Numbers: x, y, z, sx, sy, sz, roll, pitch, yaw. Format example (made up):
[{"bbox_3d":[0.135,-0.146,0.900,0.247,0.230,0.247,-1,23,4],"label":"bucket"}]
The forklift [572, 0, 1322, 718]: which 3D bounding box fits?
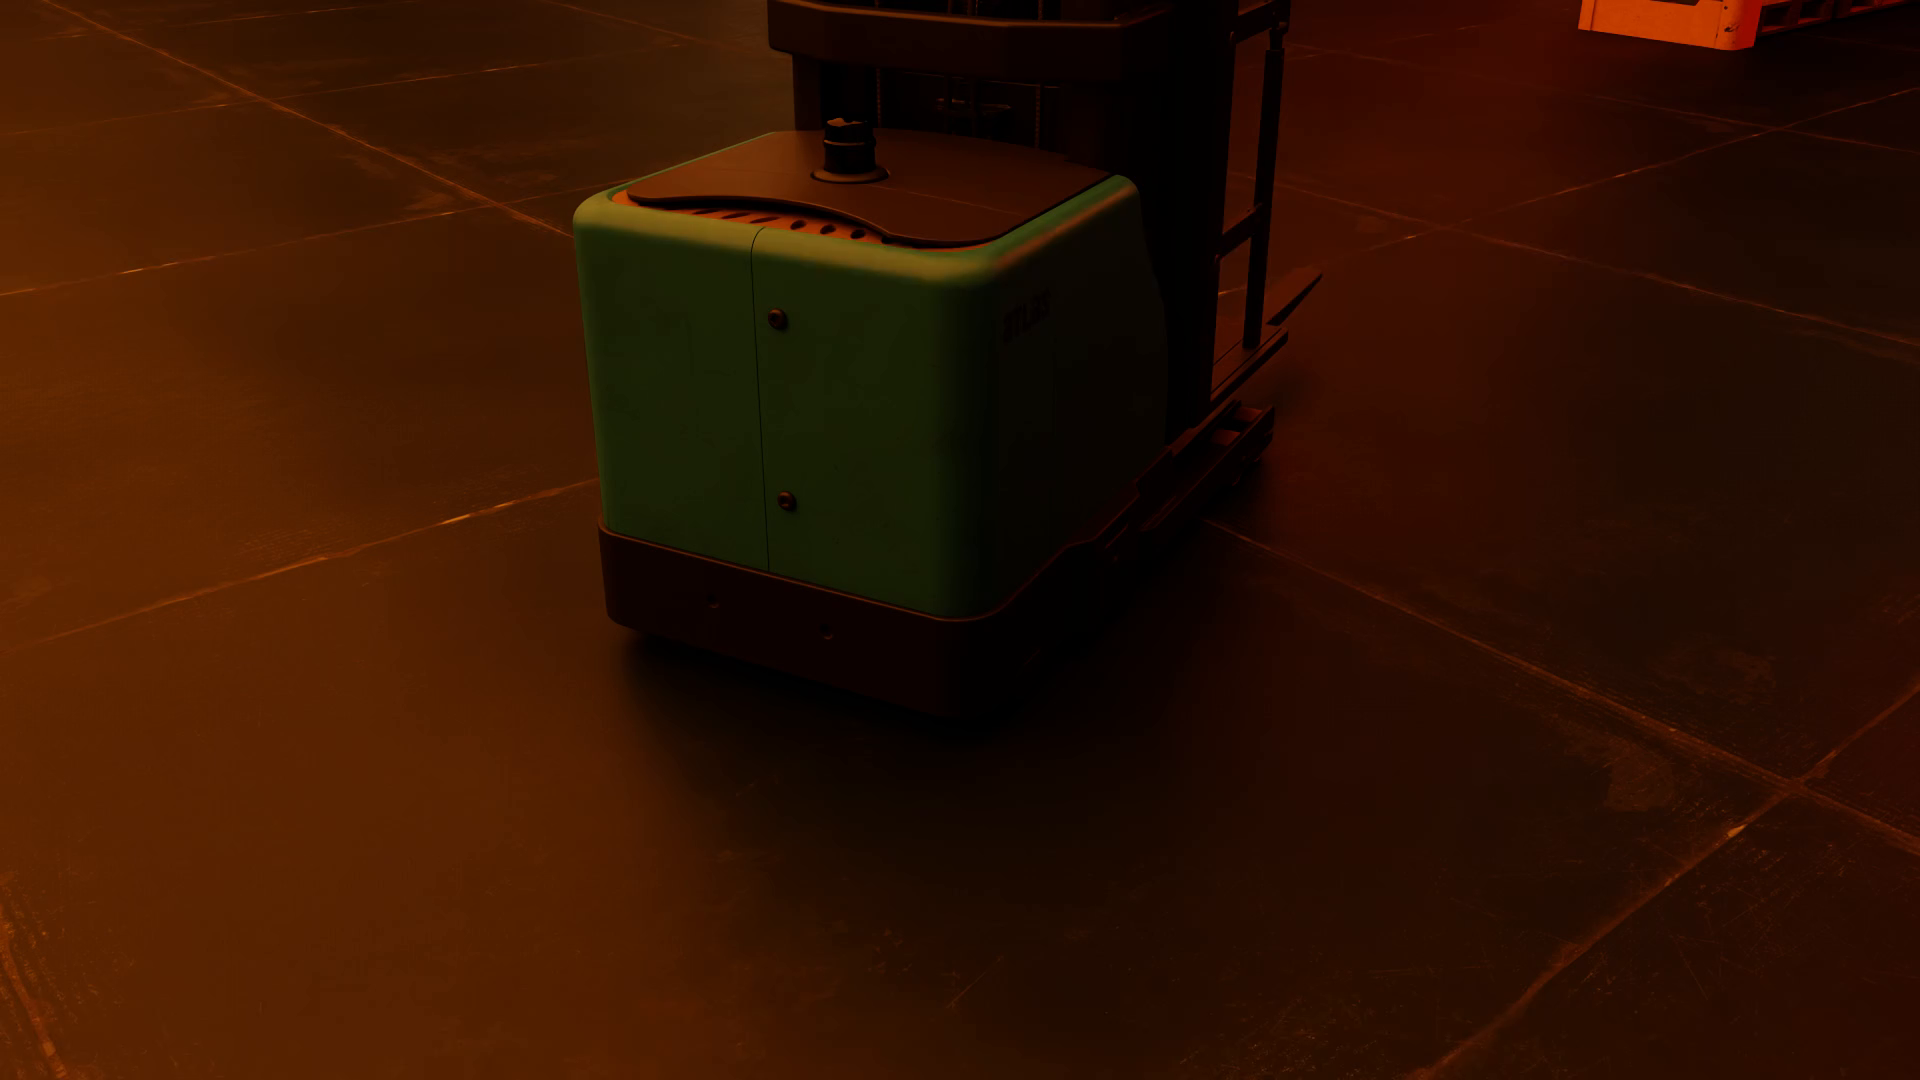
[{"bbox_3d":[0.285,-1.552,4.331,1.130,2.935,3.031,13,29,25],"label":"forklift"}]
